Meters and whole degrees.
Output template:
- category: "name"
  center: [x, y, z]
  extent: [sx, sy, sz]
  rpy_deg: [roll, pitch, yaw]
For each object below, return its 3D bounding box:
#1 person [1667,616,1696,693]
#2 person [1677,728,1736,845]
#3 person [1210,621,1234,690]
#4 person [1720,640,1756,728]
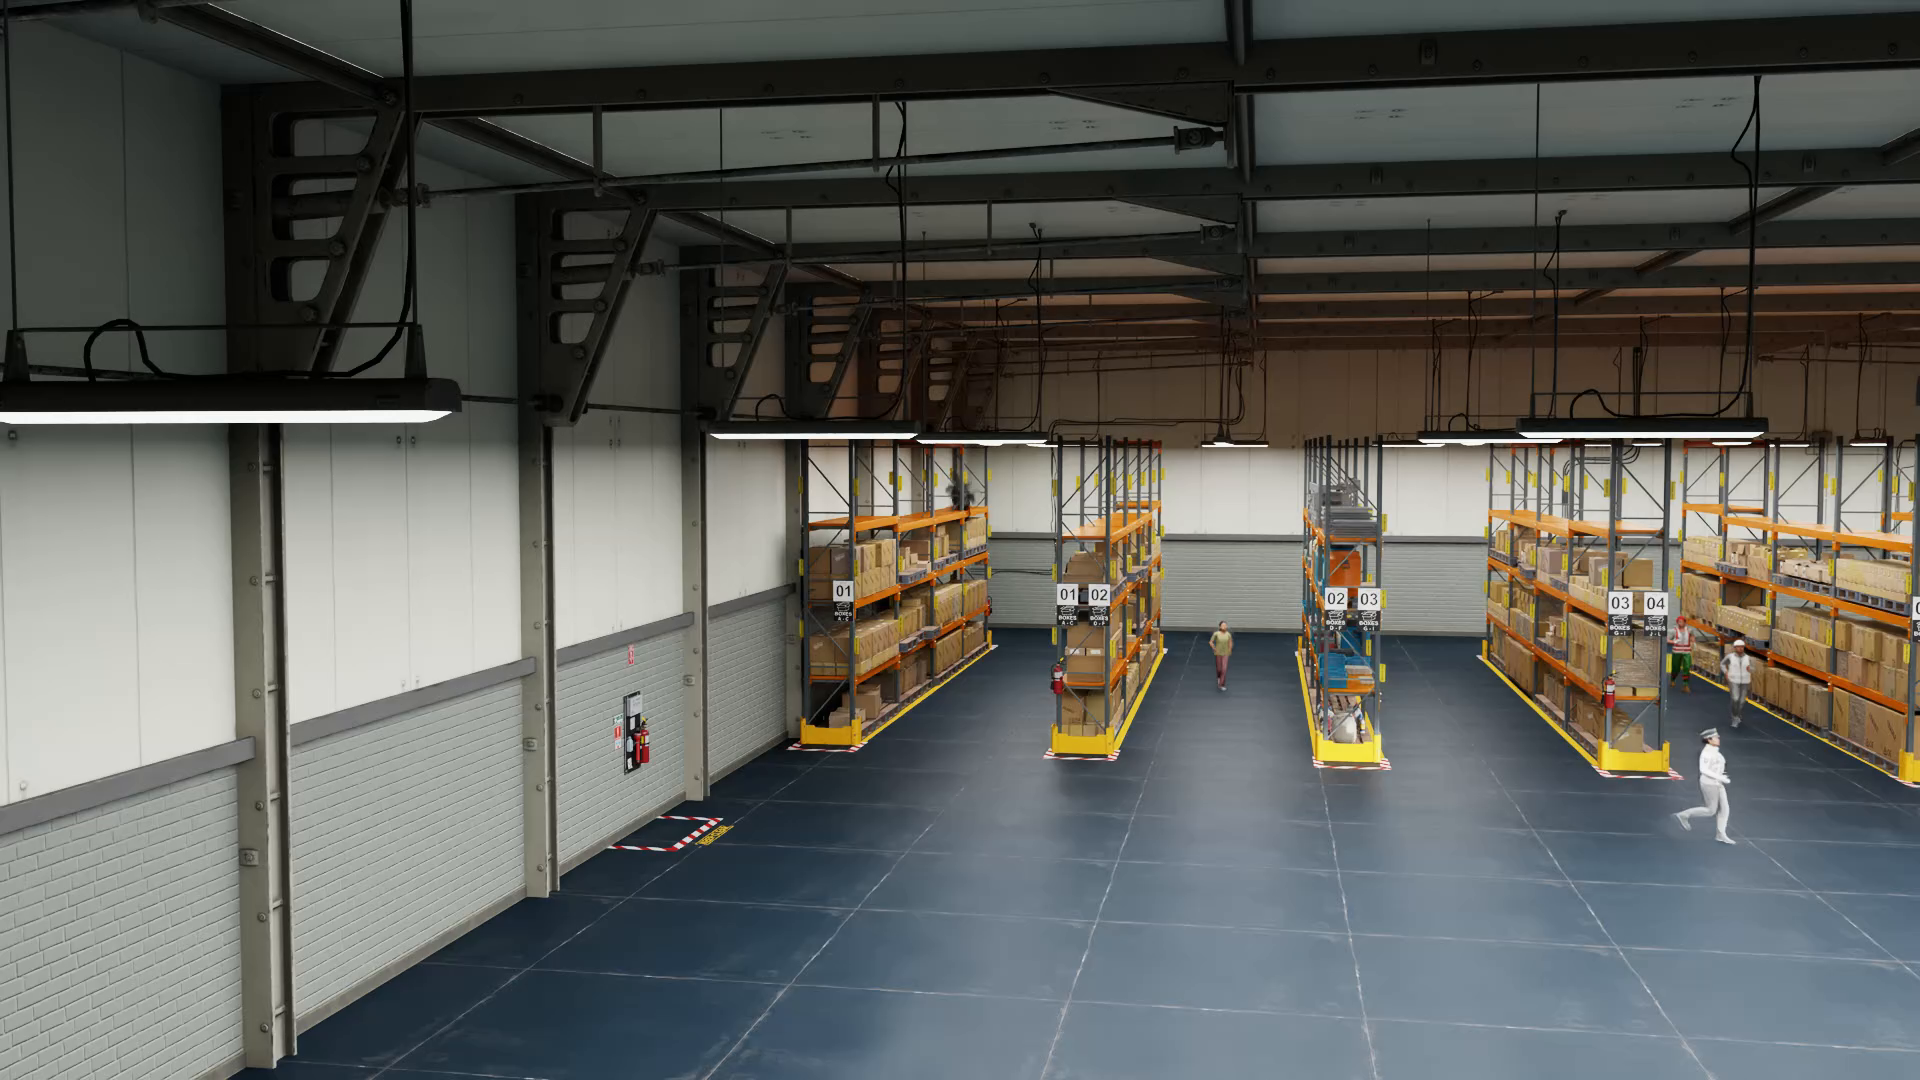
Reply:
- category: "person"
  center: [17.123, 2.686, 39.433]
  extent: [0.671, 1.752, 1.046]
  rpy_deg: [1, 3, 14]
- category: "person"
  center: [10.955, 3.579, 24.348]
  extent: [0.808, 1.692, 0.617]
  rpy_deg: [2, 4, 37]
- category: "person"
  center: [6.282, 2.757, 39.880]
  extent: [0.576, 1.649, 0.627]
  rpy_deg: [0, 3, -1]
- category: "person"
  center: [16.122, 2.981, 34.427]
  extent: [0.637, 1.828, 0.720]
  rpy_deg: [1, 3, 10]
